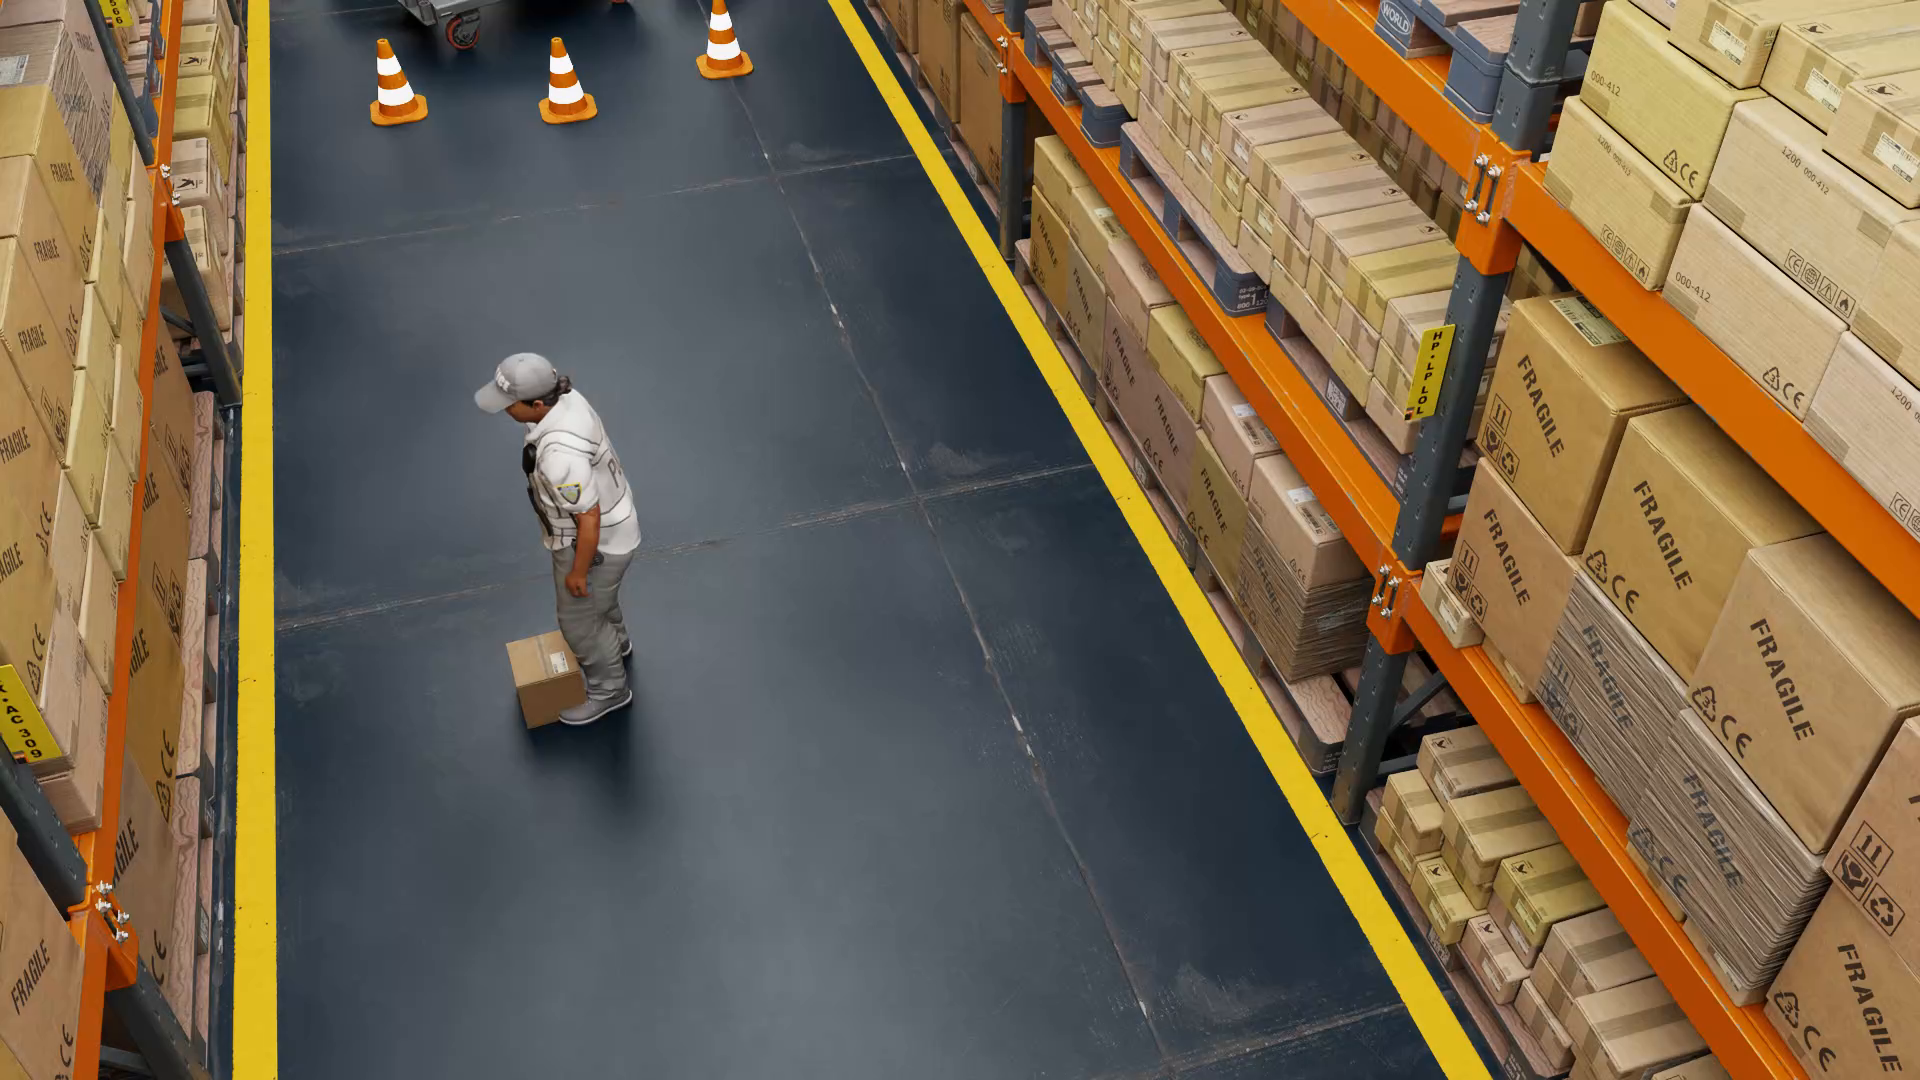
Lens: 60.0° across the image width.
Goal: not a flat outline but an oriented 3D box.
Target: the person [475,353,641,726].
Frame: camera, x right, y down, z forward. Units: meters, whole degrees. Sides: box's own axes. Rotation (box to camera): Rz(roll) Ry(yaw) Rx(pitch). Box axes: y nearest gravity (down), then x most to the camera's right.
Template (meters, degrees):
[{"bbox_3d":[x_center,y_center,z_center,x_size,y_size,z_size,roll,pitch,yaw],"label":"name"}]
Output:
[{"bbox_3d":[-1.431,-0.027,6.185,0.465,1.666,0.538,-12,44,-12],"label":"person"}]
